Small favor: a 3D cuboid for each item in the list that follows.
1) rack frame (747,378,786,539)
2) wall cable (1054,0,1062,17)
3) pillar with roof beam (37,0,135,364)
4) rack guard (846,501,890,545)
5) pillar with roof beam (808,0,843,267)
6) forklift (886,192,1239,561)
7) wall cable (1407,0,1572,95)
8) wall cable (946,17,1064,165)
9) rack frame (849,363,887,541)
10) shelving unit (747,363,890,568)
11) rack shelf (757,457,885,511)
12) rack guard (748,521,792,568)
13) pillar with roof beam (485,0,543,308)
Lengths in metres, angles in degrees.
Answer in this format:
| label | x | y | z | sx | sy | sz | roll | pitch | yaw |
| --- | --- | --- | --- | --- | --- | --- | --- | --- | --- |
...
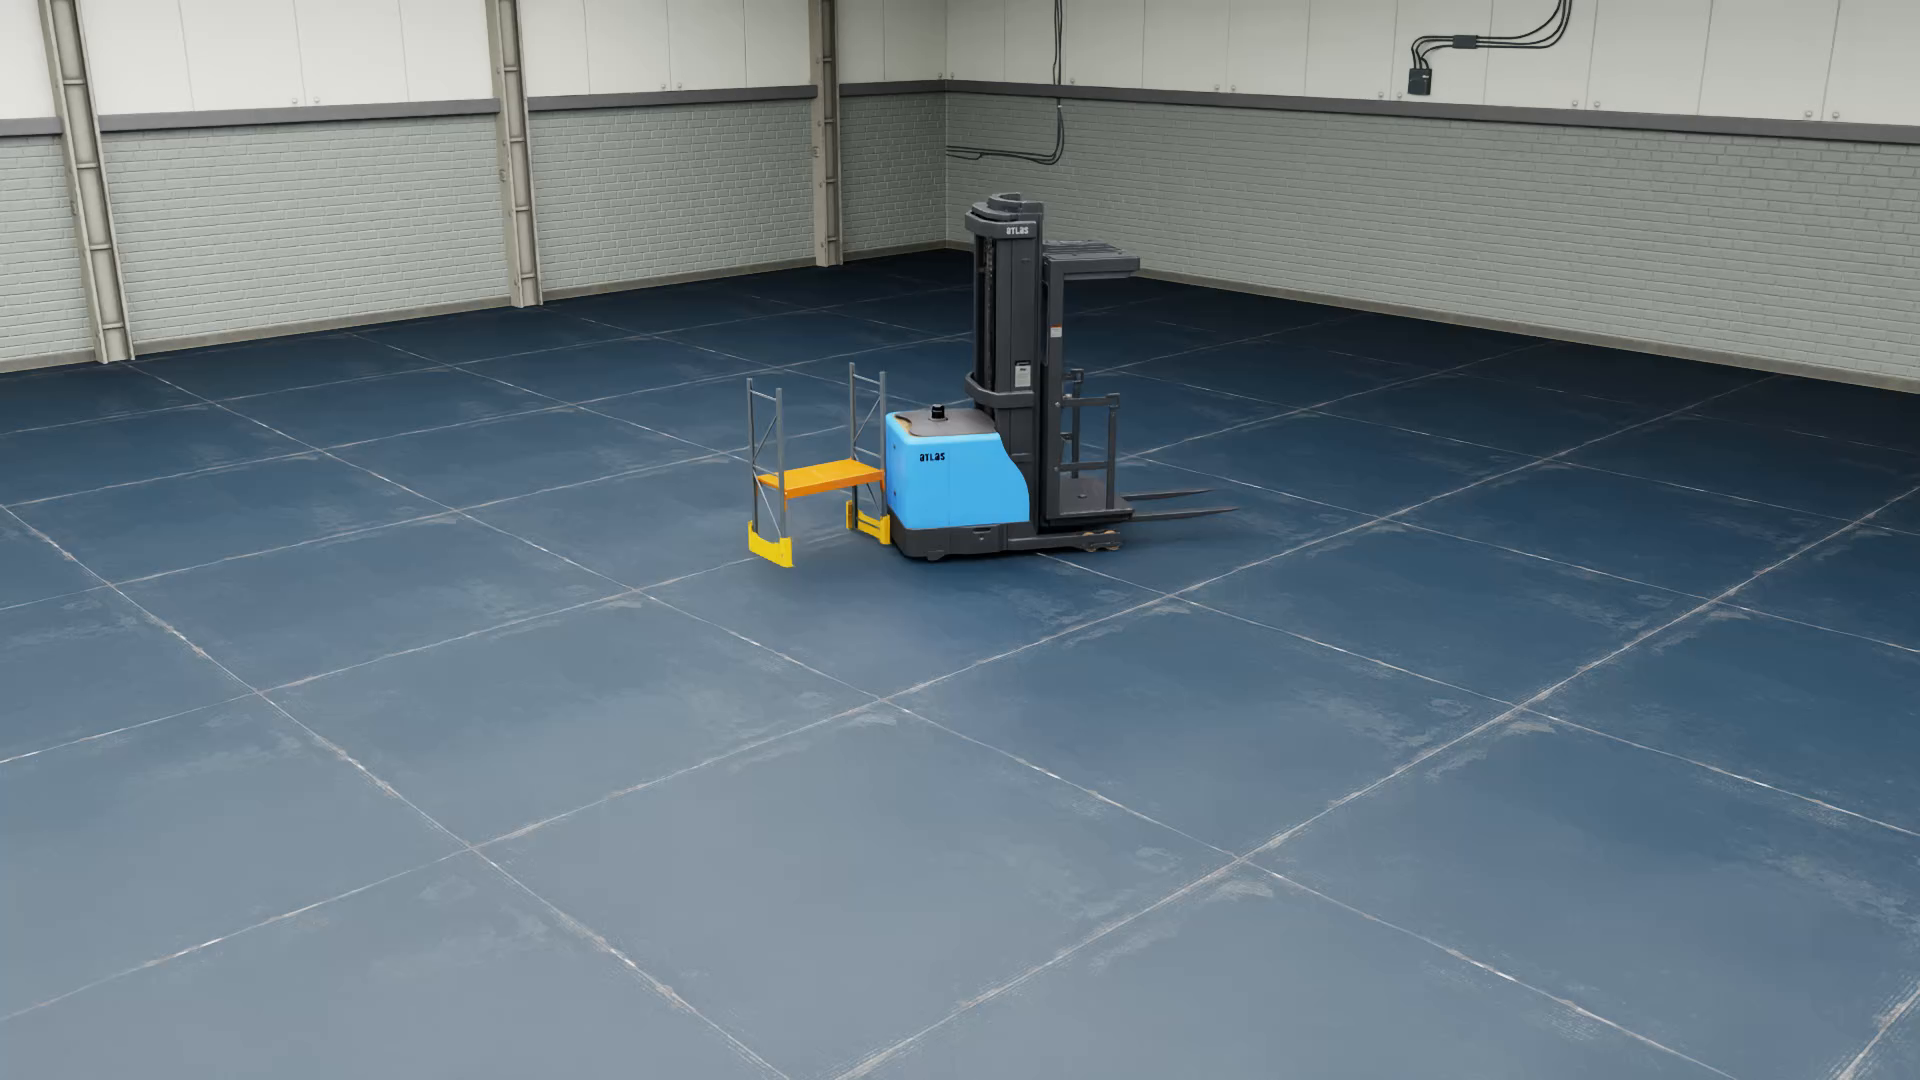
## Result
| label | x | y | z | sx | sy | sz | roll | pitch | yaw |
| --- | --- | --- | --- | --- | --- | --- | --- | --- | --- |
| rack frame | -1.600 | -0.562 | 13.787 | 0.032 | 1.500 | 0.500 | -13 | 22 | -35 |
| wall cable | 2.577 | -9.830 | 27.058 | 0.112 | 2.526 | 3.097 | -16 | 24 | -41 |
| pillar with roof beam | -8.092 | -5.675 | 17.398 | 0.400 | 9.000 | 9.100 | -16 | 24 | -41 |
| rack guard | -0.806 | -0.154 | 14.554 | 0.087 | 0.250 | 0.587 | -13 | 22 | -35 |
| pillar with roof beam | 0.627 | -8.218 | 25.241 | 0.400 | 9.000 | 9.100 | -16 | 24 | -41 |
| forklift | 0.900 | -1.445 | 14.189 | 3.031 | 2.935 | 1.130 | -4 | 18 | -13 |
| wall cable | 7.230 | -8.998 | 22.131 | 0.169 | 6.003 | 2.305 | -16 | 24 | -41 |
| wall cable | 0.719 | -8.034 | 29.707 | 0.112 | 2.526 | 3.097 | -16 | 24 | -41 |
| rack frame | -0.790 | -0.752 | 14.372 | 0.032 | 1.500 | 0.500 | -13 | 22 | -35 |
| shelving unit | -1.202 | -0.655 | 14.074 | 1.083 | 1.500 | 0.587 | -13 | 22 | -35 |
| rack shelf | -1.195 | -0.486 | 14.135 | 1.000 | 0.185 | 0.538 | -13 | 22 | -35 |
| rack guard | -1.599 | 0.032 | 13.980 | 0.087 | 0.250 | 0.587 | -13 | 22 | -35 |
| pillar with roof beam | -3.732 | -6.947 | 21.319 | 0.400 | 9.000 | 9.100 | -16 | 24 | -41 |
